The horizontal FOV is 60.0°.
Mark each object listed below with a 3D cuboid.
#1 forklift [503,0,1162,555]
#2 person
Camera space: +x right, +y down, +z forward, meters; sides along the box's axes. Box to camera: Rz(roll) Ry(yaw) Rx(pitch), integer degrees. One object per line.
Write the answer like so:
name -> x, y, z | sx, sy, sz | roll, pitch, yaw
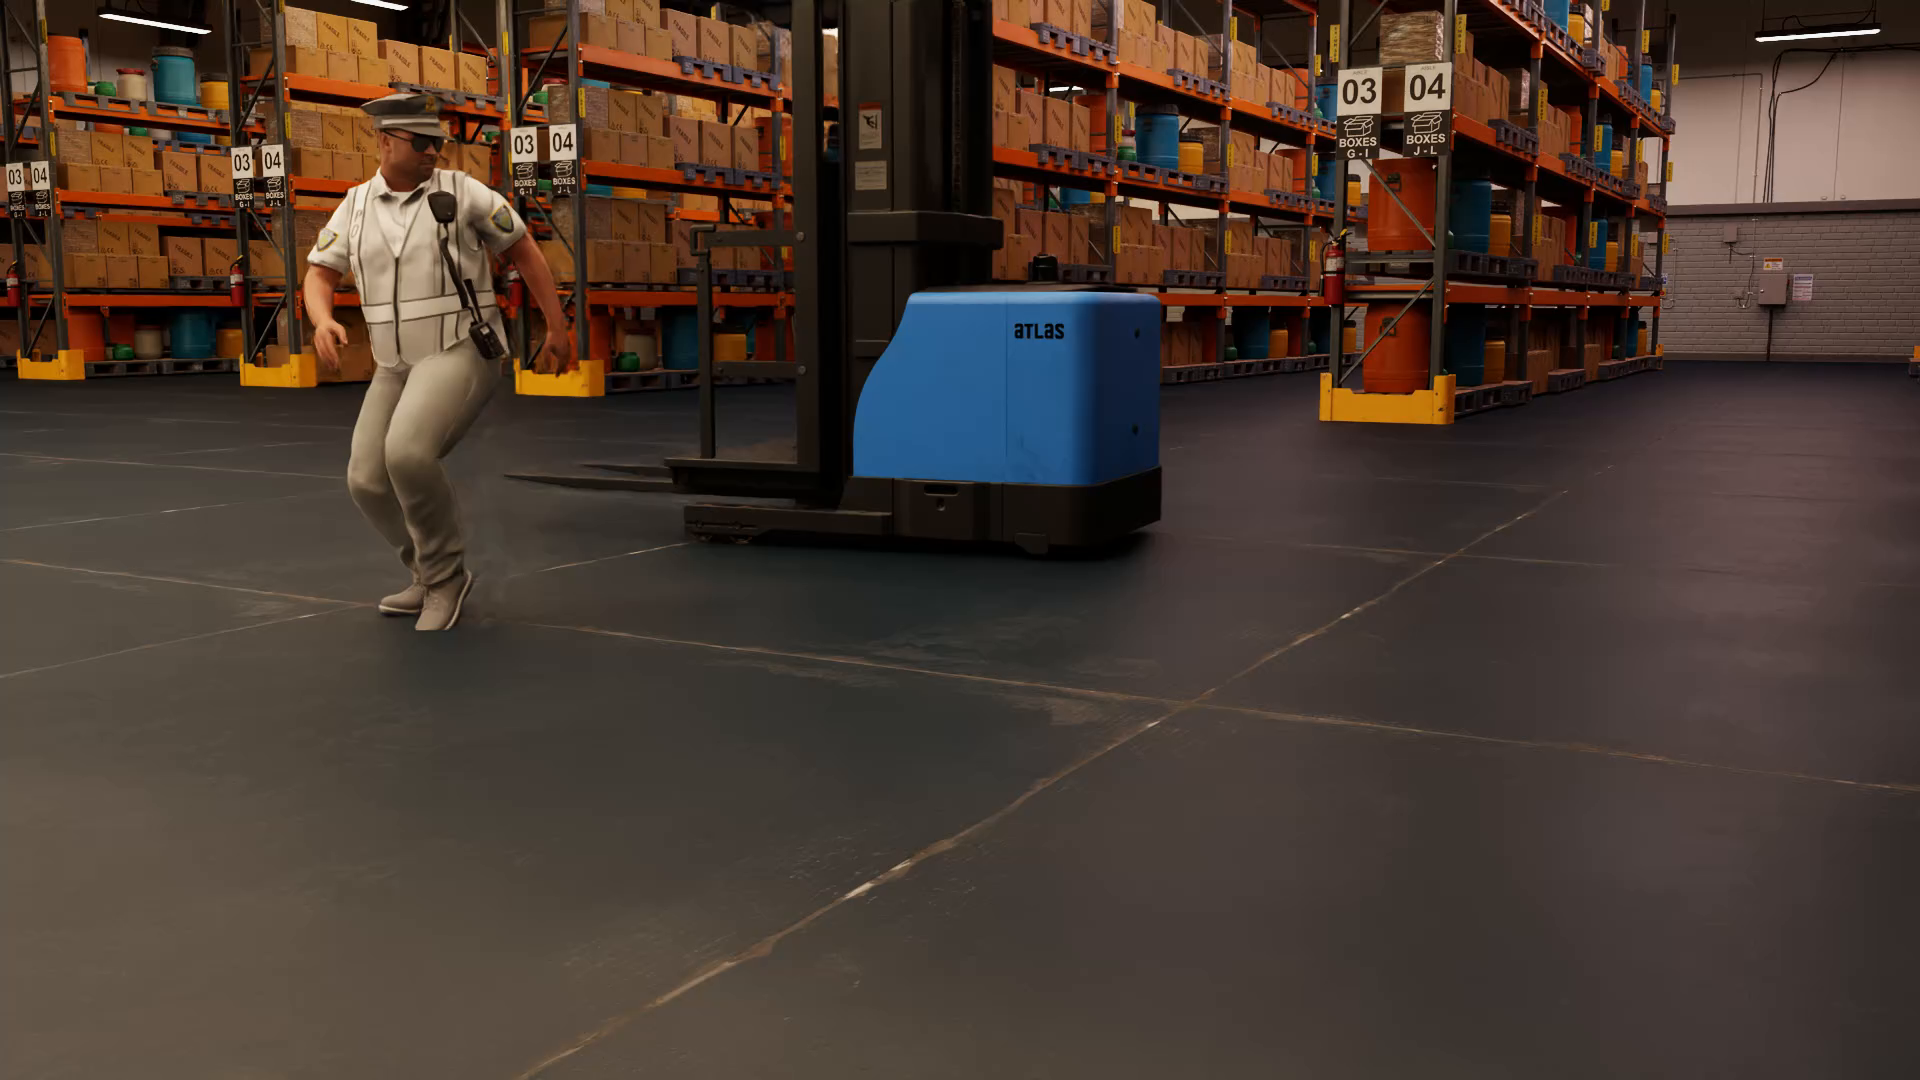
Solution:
forklift -> -0.659, -1.500, 7.463 | 3.031, 2.935, 1.130 | 3, 9, 23
person -> -1.747, -0.555, 5.415 | 0.674, 1.742, 0.773 | 3, 8, 22
